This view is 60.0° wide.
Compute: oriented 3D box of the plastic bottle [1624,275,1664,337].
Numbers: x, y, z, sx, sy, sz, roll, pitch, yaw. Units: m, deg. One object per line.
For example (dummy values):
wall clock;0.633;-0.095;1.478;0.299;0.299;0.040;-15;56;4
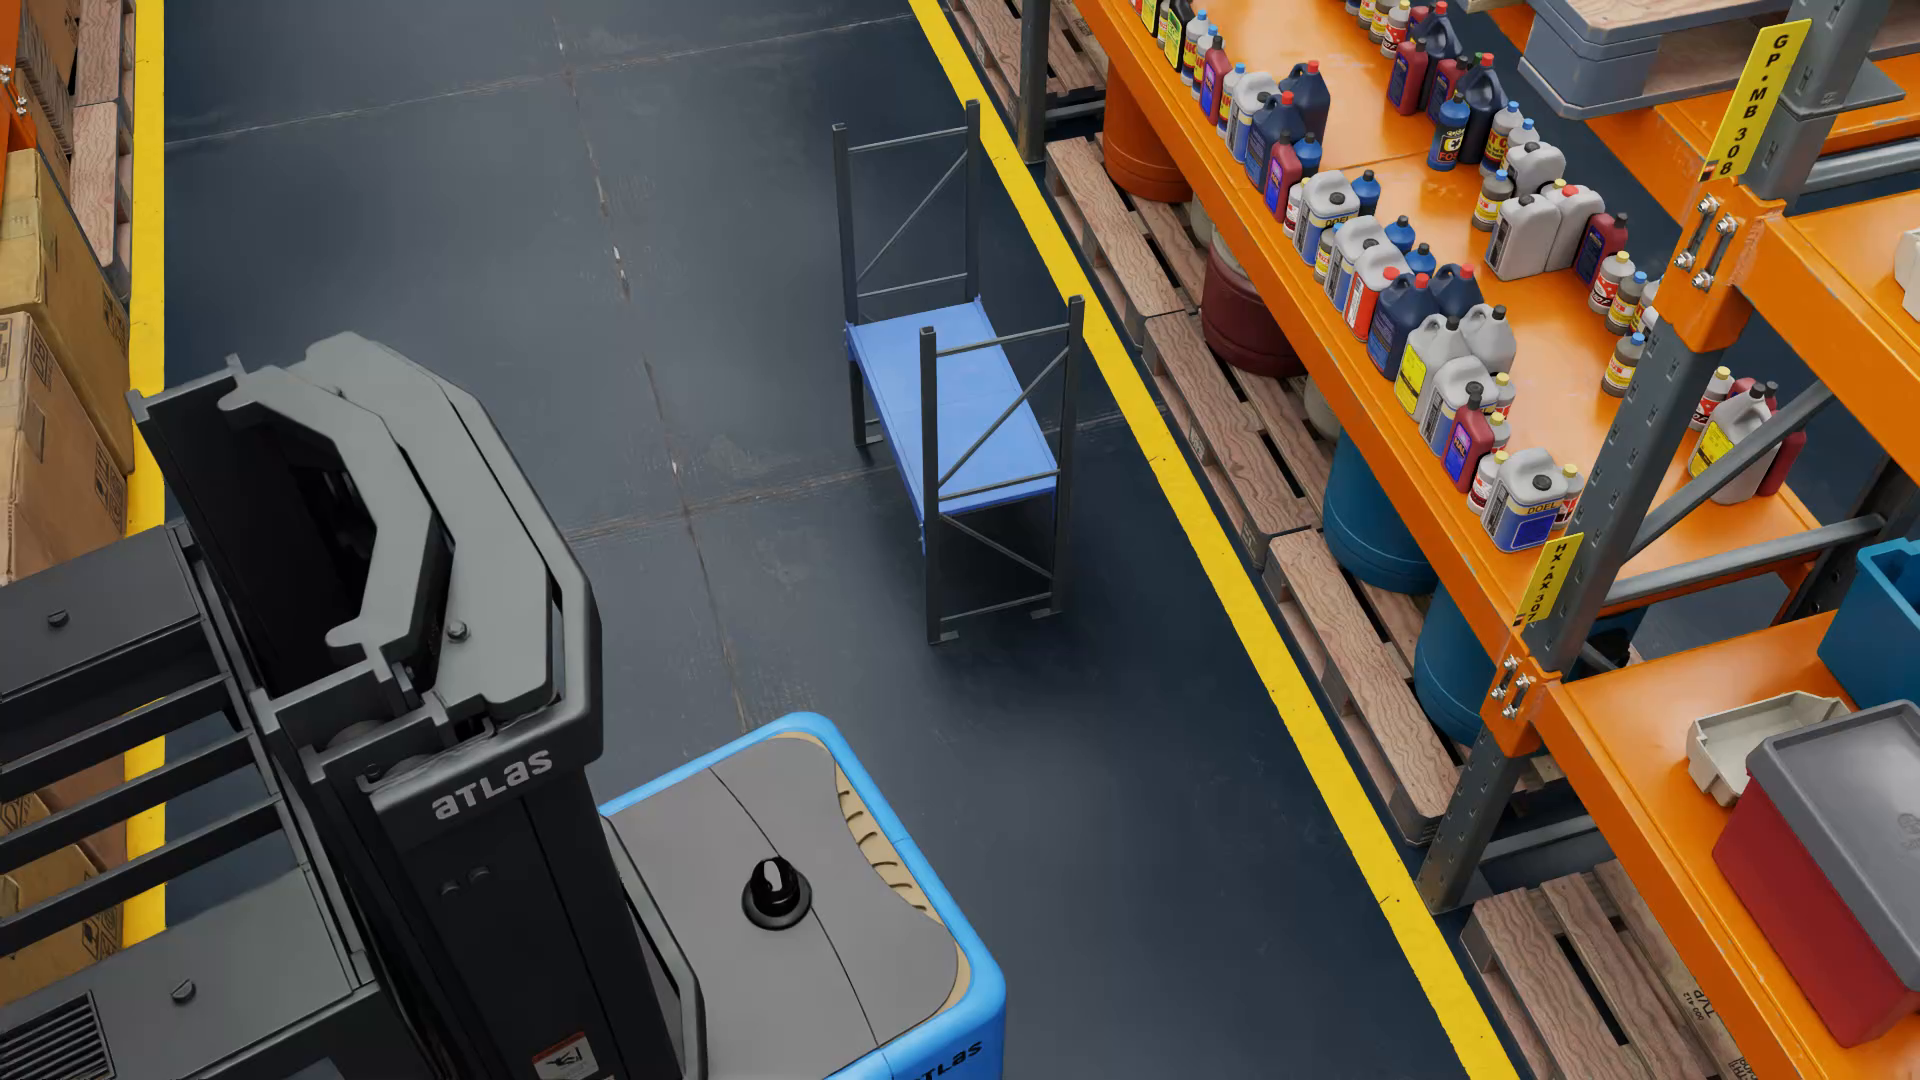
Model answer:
plastic bottle;2.057;-0.675;4.942;0.097;0.271;0.097;0;50;0

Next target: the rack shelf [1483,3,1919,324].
rack shelf;1.355;-2.130;4.593;1.077;0.370;4.000;-13;51;-11

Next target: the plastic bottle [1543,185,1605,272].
plastic bottle;1.899;-0.995;5.208;0.152;0.276;0.135;-13;51;-11

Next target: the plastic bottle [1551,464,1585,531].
plastic bottle;1.634;-0.127;4.525;0.097;0.201;0.097;0;50;0

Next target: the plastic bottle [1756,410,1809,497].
plastic bottle;2.245;-0.261;4.585;0.061;0.283;0.133;-13;51;-11

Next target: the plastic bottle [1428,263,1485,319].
plastic bottle;1.445;-0.684;4.897;0.144;0.351;0.185;-13;51;-11

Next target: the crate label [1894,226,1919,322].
crate label;1.815;-0.394;2.830;0.293;0.136;0.466;-13;51;-11

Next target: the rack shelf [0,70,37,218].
rack shelf;-3.377;-0.043;4.795;1.077;0.370;4.000;-13;51;-11

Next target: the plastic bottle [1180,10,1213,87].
plastic bottle;0.835;-1.731;5.831;0.097;0.271;0.097;0;50;0

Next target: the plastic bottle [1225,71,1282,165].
plastic bottle;0.993;-1.414;5.561;0.152;0.276;0.135;-13;51;-11

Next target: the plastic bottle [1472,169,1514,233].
plastic bottle;1.717;-1.099;5.344;0.097;0.201;0.097;0;50;0

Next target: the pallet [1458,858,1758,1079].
pallet;2.201;1.493;4.854;1.003;0.211;1.213;-13;51;-11

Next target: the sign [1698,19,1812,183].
sign;1.420;-0.781;2.979;0.100;0.325;0.005;-13;51;-11

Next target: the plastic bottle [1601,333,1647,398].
plastic bottle;1.951;-0.520;4.856;0.097;0.201;0.097;0;50;0

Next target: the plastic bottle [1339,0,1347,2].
plastic bottle;1.462;-2.123;6.208;0.097;0.201;0.097;0;50;0

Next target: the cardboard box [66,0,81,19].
cardboard box;-4.701;-2.779;7.978;0.700;0.500;0.500;-17;52;-14

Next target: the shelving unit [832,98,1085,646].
shelving unit;-0.025;-0.546;5.729;0.538;1.500;1.048;-13;51;-11

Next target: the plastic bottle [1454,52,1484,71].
plastic bottle;1.722;-1.552;5.673;0.061;0.283;0.133;-13;51;-11

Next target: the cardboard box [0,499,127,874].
cardboard box;-3.259;0.620;4.881;1.225;0.875;0.875;-15;51;-12

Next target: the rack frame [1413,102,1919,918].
rack frame;1.946;0.066;4.233;1.000;3.000;0.127;-13;51;-11

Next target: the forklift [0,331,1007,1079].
forklift;-1.398;1.092;3.413;3.031;2.935;1.130;-25;54;-20

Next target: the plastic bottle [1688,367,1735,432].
plastic bottle;2.154;-0.412;4.766;0.097;0.201;0.097;0;50;0

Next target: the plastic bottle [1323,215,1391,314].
plastic bottle;1.224;-0.843;5.080;0.152;0.276;0.135;-13;51;-11

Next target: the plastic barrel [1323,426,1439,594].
plastic barrel;1.592;-0.312;5.649;0.600;0.901;0.708;-13;51;-11

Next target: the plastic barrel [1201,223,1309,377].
plastic barrel;1.258;-1.036;6.464;0.600;0.588;0.708;-13;51;-11

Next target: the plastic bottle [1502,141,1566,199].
plastic bottle;1.831;-1.164;5.351;0.152;0.276;0.135;-13;51;-11

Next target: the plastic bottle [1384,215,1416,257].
plastic bottle;1.337;-0.883;5.117;0.097;0.271;0.097;0;50;0

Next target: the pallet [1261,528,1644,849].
pallet;1.758;0.391;5.782;1.003;0.211;1.213;-13;51;-11

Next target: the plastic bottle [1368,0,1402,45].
plastic bottle;1.548;-1.909;6.028;0.097;0.201;0.097;0;50;0

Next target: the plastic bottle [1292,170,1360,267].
plastic bottle;1.155;-1.012;5.222;0.152;0.276;0.135;-13;51;-11

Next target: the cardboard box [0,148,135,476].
cardboard box;-3.784;-0.678;5.975;1.225;0.875;0.875;-15;52;-13

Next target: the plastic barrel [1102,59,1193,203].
plastic barrel;0.924;-1.938;7.067;0.600;0.830;0.708;-13;51;-11

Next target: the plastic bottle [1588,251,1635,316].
plastic bottle;1.999;-0.795;5.088;0.097;0.201;0.097;0;50;0

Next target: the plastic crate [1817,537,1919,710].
plastic crate;2.410;0.315;3.994;0.392;0.384;0.575;-13;51;-11

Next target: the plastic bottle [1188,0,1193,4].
plastic bottle;0.833;-2.107;6.194;0.097;0.201;0.097;0;50;0

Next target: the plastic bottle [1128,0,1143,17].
plastic bottle;0.719;-2.089;6.130;0.152;0.276;0.135;-13;51;-11

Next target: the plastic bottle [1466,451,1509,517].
plastic bottle;1.460;-0.164;4.556;0.097;0.201;0.097;0;50;0

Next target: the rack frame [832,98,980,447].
rack frame;-0.176;-0.917;6.042;0.500;1.500;0.032;-13;51;-11

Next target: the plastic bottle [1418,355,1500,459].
plastic bottle;1.413;-0.376;4.686;0.152;0.276;0.135;-13;51;-11

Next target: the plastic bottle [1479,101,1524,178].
plastic bottle;1.794;-1.325;5.489;0.097;0.271;0.097;0;50;0

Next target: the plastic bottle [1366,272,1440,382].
plastic bottle;1.307;-0.651;4.869;0.144;0.351;0.185;-13;51;-11

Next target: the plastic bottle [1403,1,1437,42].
plastic bottle;1.628;-1.785;5.869;0.061;0.283;0.133;-13;51;-11

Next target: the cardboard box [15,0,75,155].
cardboard box;-4.362;-1.959;7.287;0.700;0.500;0.500;-17;52;-14

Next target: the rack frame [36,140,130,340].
rack frame;-3.968;-1.736;5.752;1.000;3.000;0.127;-13;51;-11

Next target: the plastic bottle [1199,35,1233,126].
plastic bottle;0.880;-1.575;5.692;0.061;0.283;0.133;-13;51;-11

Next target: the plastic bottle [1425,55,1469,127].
plastic bottle;1.664;-1.538;5.661;0.061;0.283;0.133;-13;51;-11

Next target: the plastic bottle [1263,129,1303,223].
plastic bottle;1.043;-1.173;5.353;0.061;0.283;0.133;-13;51;-11

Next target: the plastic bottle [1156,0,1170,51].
plastic bottle;0.767;-1.877;6.000;0.097;0.201;0.097;0;50;0

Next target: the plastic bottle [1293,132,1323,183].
plastic bottle;1.113;-1.200;5.384;0.097;0.271;0.097;0;50;0

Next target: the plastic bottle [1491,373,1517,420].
plastic bottle;1.526;-0.394;4.750;0.097;0.201;0.097;0;50;0

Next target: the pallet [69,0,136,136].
pallet;-4.555;-2.298;8.049;1.003;0.211;1.213;-13;51;-11

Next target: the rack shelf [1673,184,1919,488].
rack shelf;2.538;0.791;2.130;1.077;0.370;4.000;-13;51;-11

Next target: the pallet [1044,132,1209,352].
pallet;1.036;-1.391;7.284;1.003;0.211;1.213;-13;51;-11
